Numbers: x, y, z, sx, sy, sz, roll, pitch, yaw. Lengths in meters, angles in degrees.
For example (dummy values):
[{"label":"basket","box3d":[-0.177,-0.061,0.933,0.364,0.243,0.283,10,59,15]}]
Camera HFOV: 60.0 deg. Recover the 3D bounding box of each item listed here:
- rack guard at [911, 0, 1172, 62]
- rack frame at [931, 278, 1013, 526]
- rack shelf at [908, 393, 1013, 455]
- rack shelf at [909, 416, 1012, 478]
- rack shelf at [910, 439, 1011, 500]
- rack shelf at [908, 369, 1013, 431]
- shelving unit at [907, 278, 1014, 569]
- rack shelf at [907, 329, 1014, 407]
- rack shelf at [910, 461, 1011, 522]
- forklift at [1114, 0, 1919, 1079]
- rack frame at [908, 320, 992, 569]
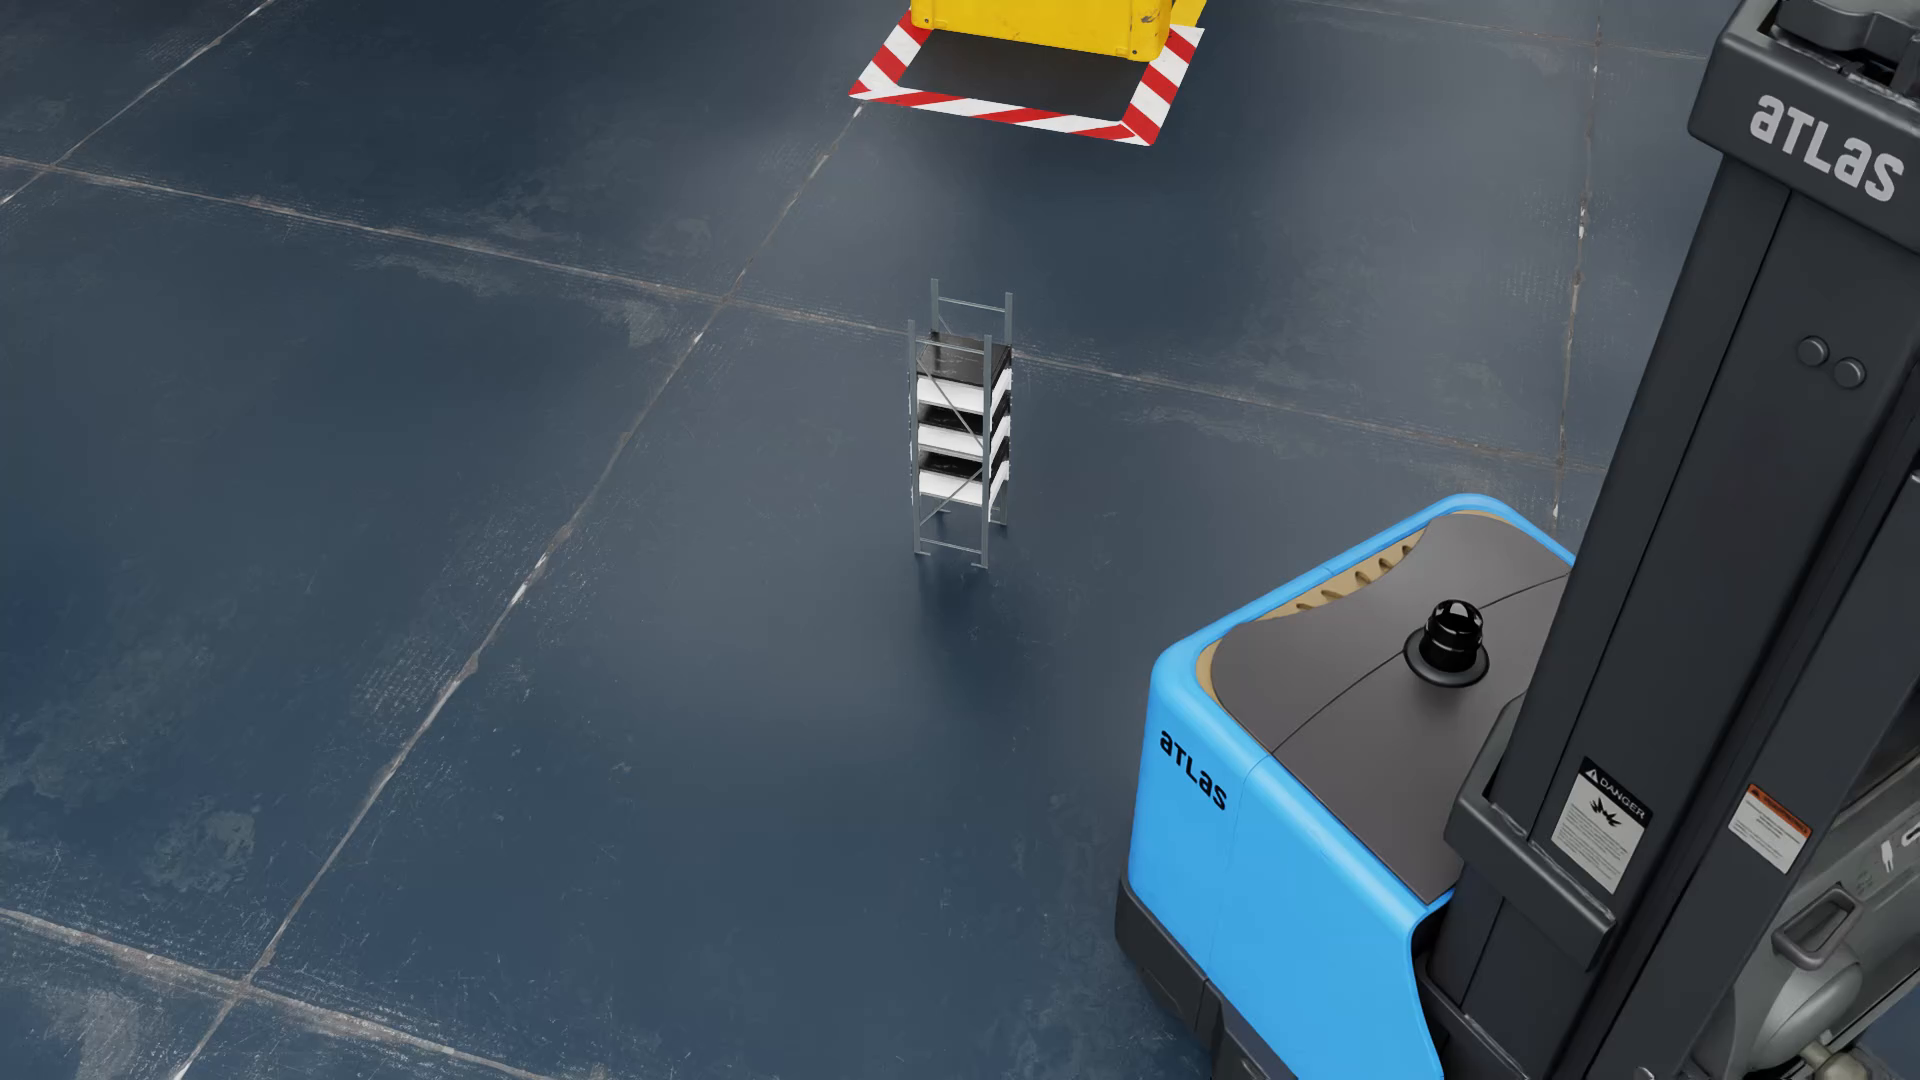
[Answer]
[{"label":"rack guard","box3d":[0.365,-2.543,7.492,1.175,0.500,0.348,13,46,13]},{"label":"rack frame","box3d":[0.033,-0.395,5.010,0.240,0.900,0.006,13,46,12]},{"label":"rack shelf","box3d":[0.002,-0.368,4.901,0.258,0.077,0.200,13,46,12]},{"label":"rack shelf","box3d":[0.002,-0.303,4.964,0.258,0.077,0.200,13,46,12]},{"label":"rack shelf","box3d":[0.002,-0.239,5.027,0.258,0.077,0.200,13,46,12]},{"label":"rack shelf","box3d":[0.002,-0.432,4.838,0.258,0.077,0.200,13,46,12]},{"label":"shelving unit","box3d":[0.002,-0.327,4.941,0.258,0.900,0.210,13,46,12]},{"label":"rack shelf","box3d":[0.002,-0.496,4.775,0.258,0.077,0.200,13,46,12]},{"label":"rack shelf","box3d":[0.002,-0.175,5.090,0.258,0.077,0.200,13,46,12]},{"label":"forklift","box3d":[1.628,0.629,2.512,1.130,2.935,3.031,-25,50,-24]},{"label":"rack frame","box3d":[-0.028,-0.259,4.872,0.240,0.900,0.006,13,46,12]}]
